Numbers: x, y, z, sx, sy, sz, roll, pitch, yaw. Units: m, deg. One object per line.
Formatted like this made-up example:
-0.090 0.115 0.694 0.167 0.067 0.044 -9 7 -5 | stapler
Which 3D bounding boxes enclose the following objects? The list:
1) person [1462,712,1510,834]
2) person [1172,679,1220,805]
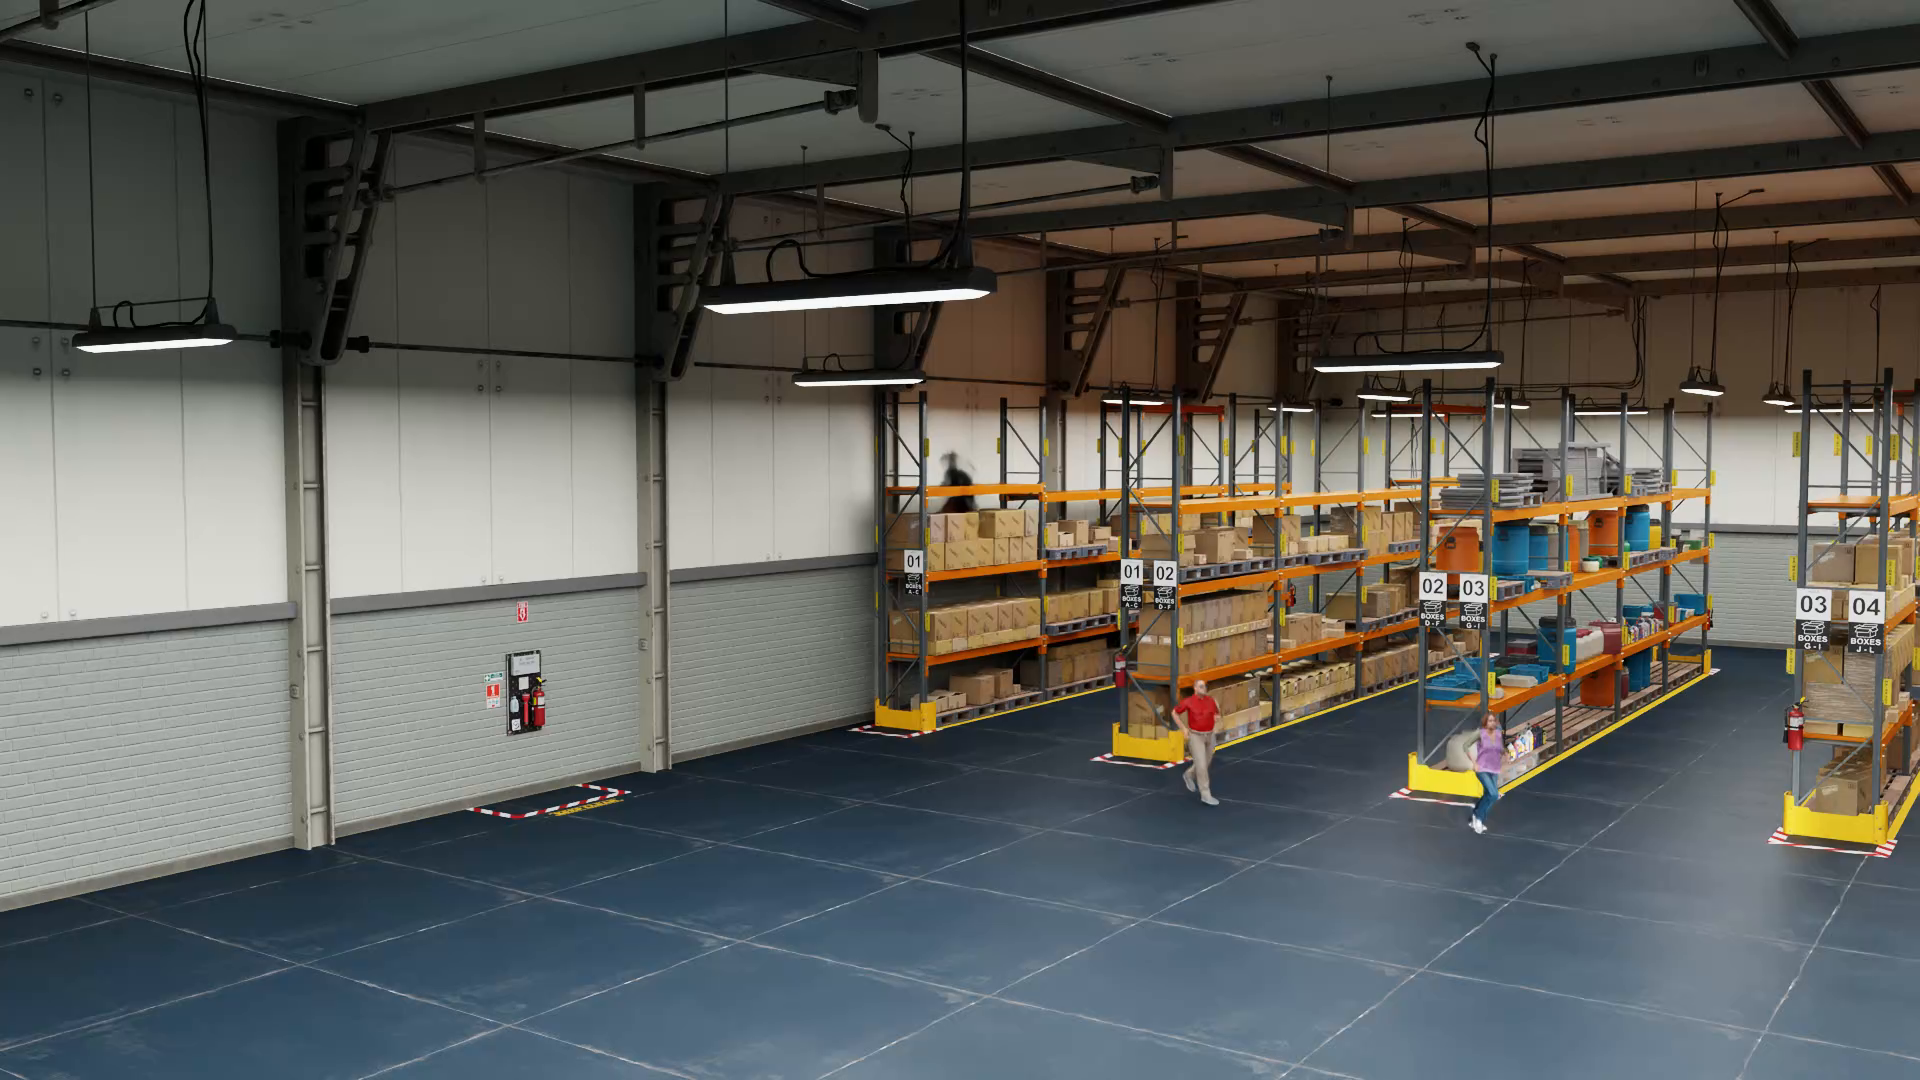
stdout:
6.847 3.013 21.520 0.512 1.578 0.631 -1 3 -21 | person
3.396 2.817 23.545 0.667 1.707 0.987 -2 4 -29 | person
